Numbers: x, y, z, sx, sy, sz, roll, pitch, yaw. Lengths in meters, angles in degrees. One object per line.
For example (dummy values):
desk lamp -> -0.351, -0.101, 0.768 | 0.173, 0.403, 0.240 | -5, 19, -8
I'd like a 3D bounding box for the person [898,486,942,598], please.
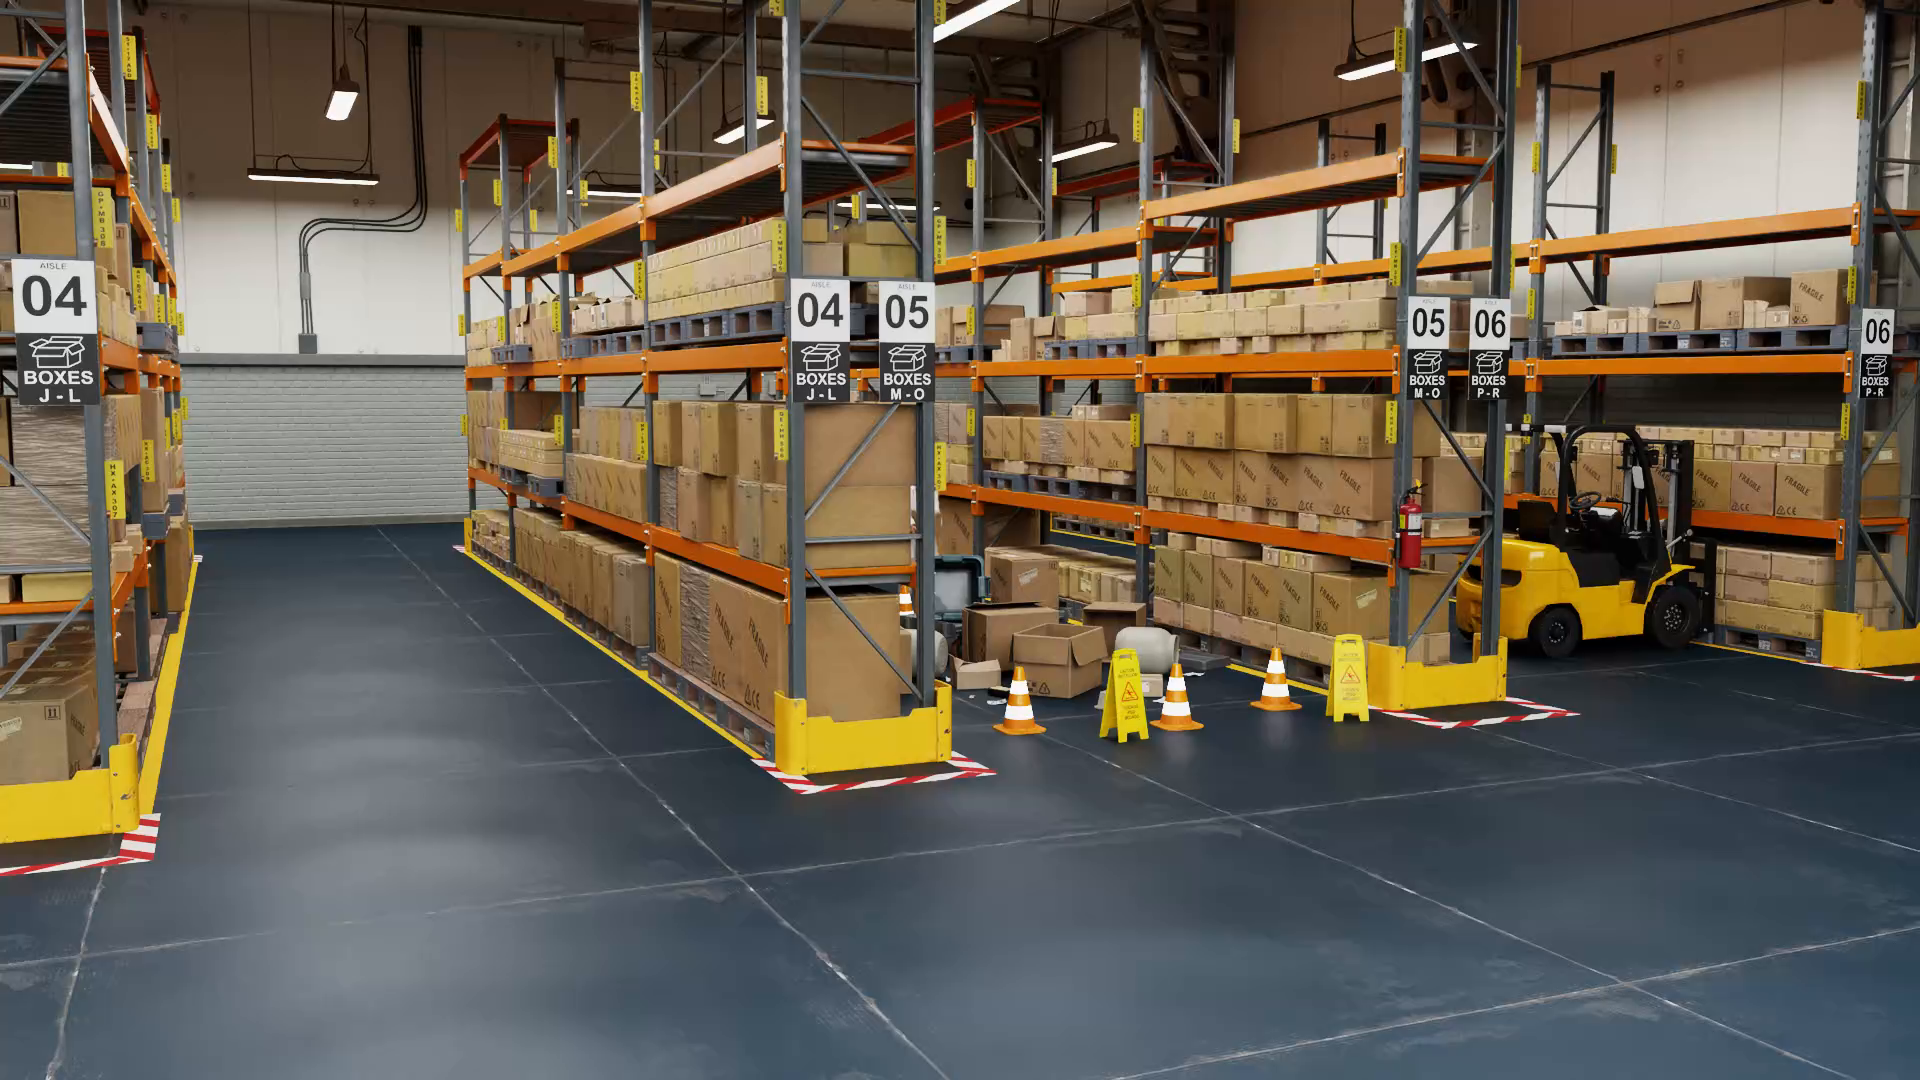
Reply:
person -> -0.428, -0.028, 17.978 | 0.533, 1.774, 0.554 | -2, 6, -24
